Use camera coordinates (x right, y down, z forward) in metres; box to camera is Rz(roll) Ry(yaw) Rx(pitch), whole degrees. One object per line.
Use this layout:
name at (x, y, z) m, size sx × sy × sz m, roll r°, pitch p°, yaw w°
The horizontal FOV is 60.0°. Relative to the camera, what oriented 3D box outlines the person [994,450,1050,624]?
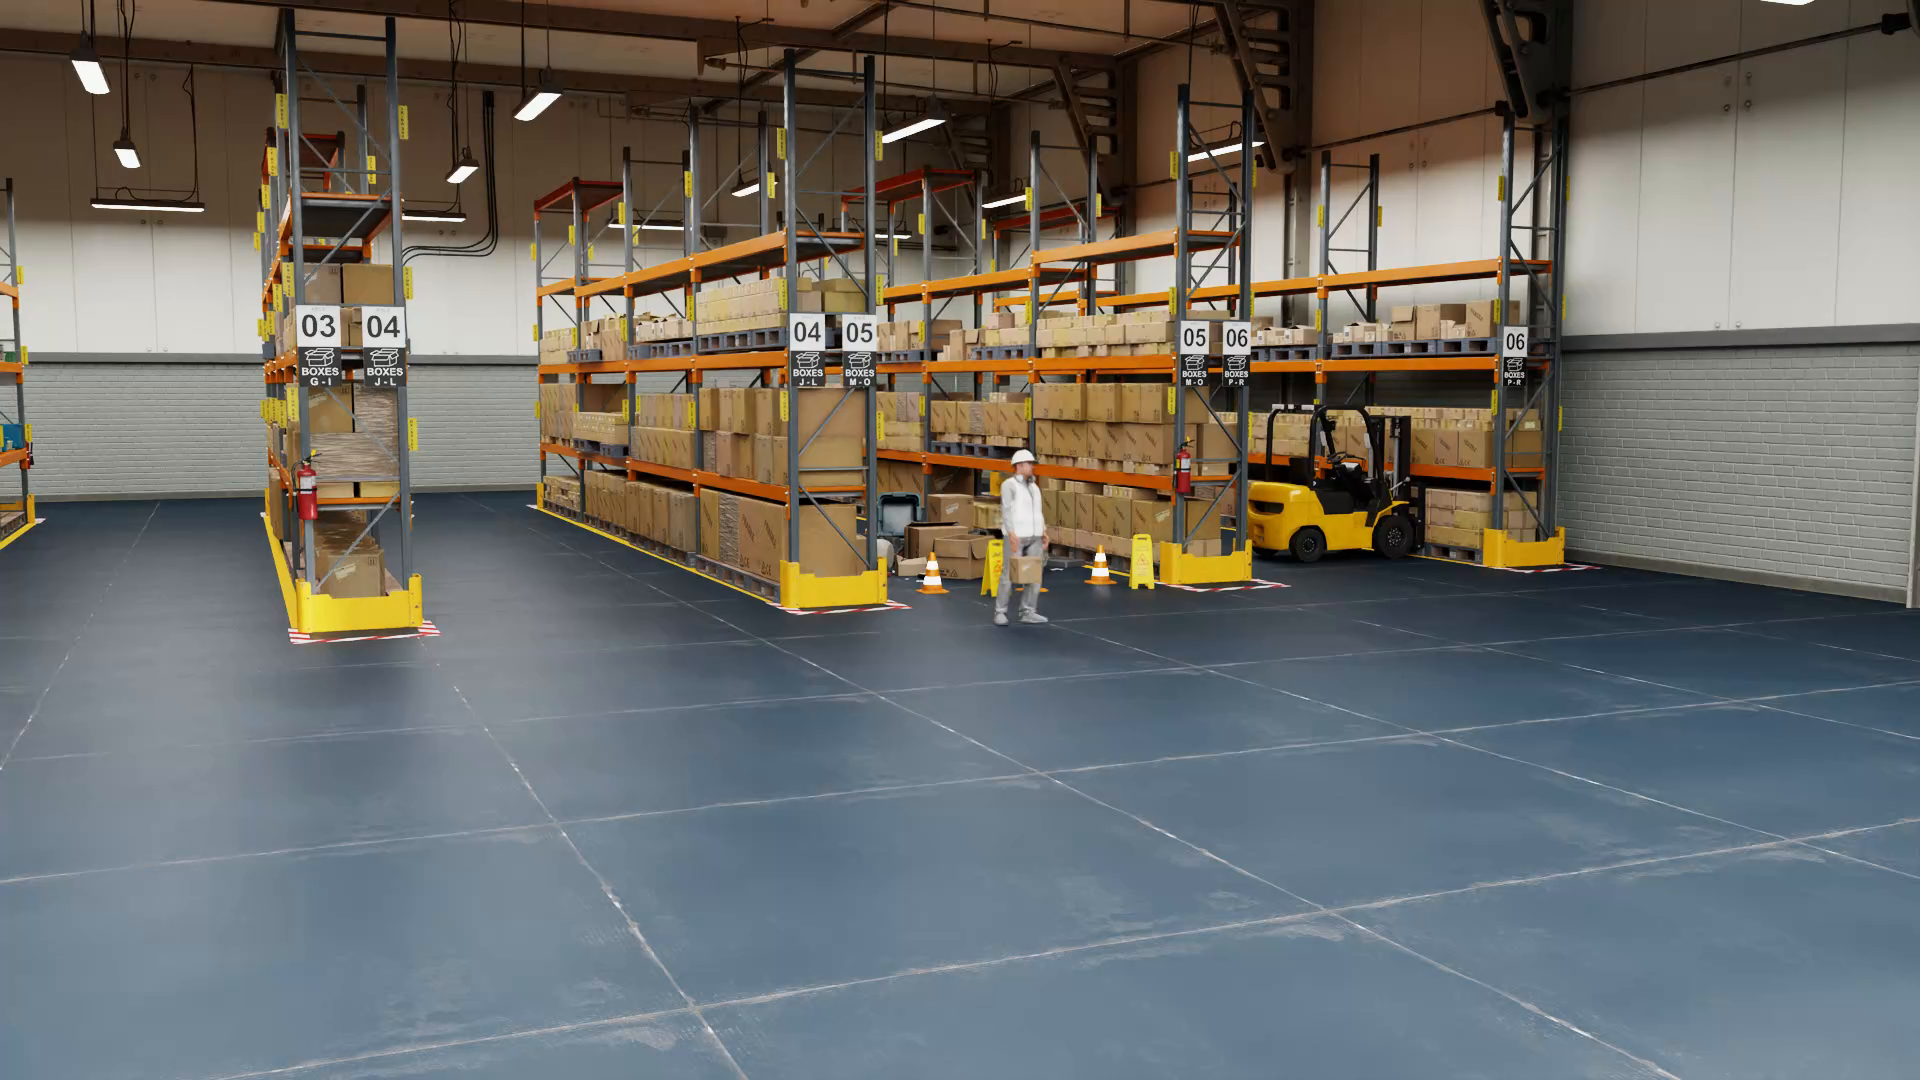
person at (0.624, -0.031, 16.966) m, size 0.614 × 1.768 × 0.438 m, roll -5°, pitch 7°, yaw -42°
